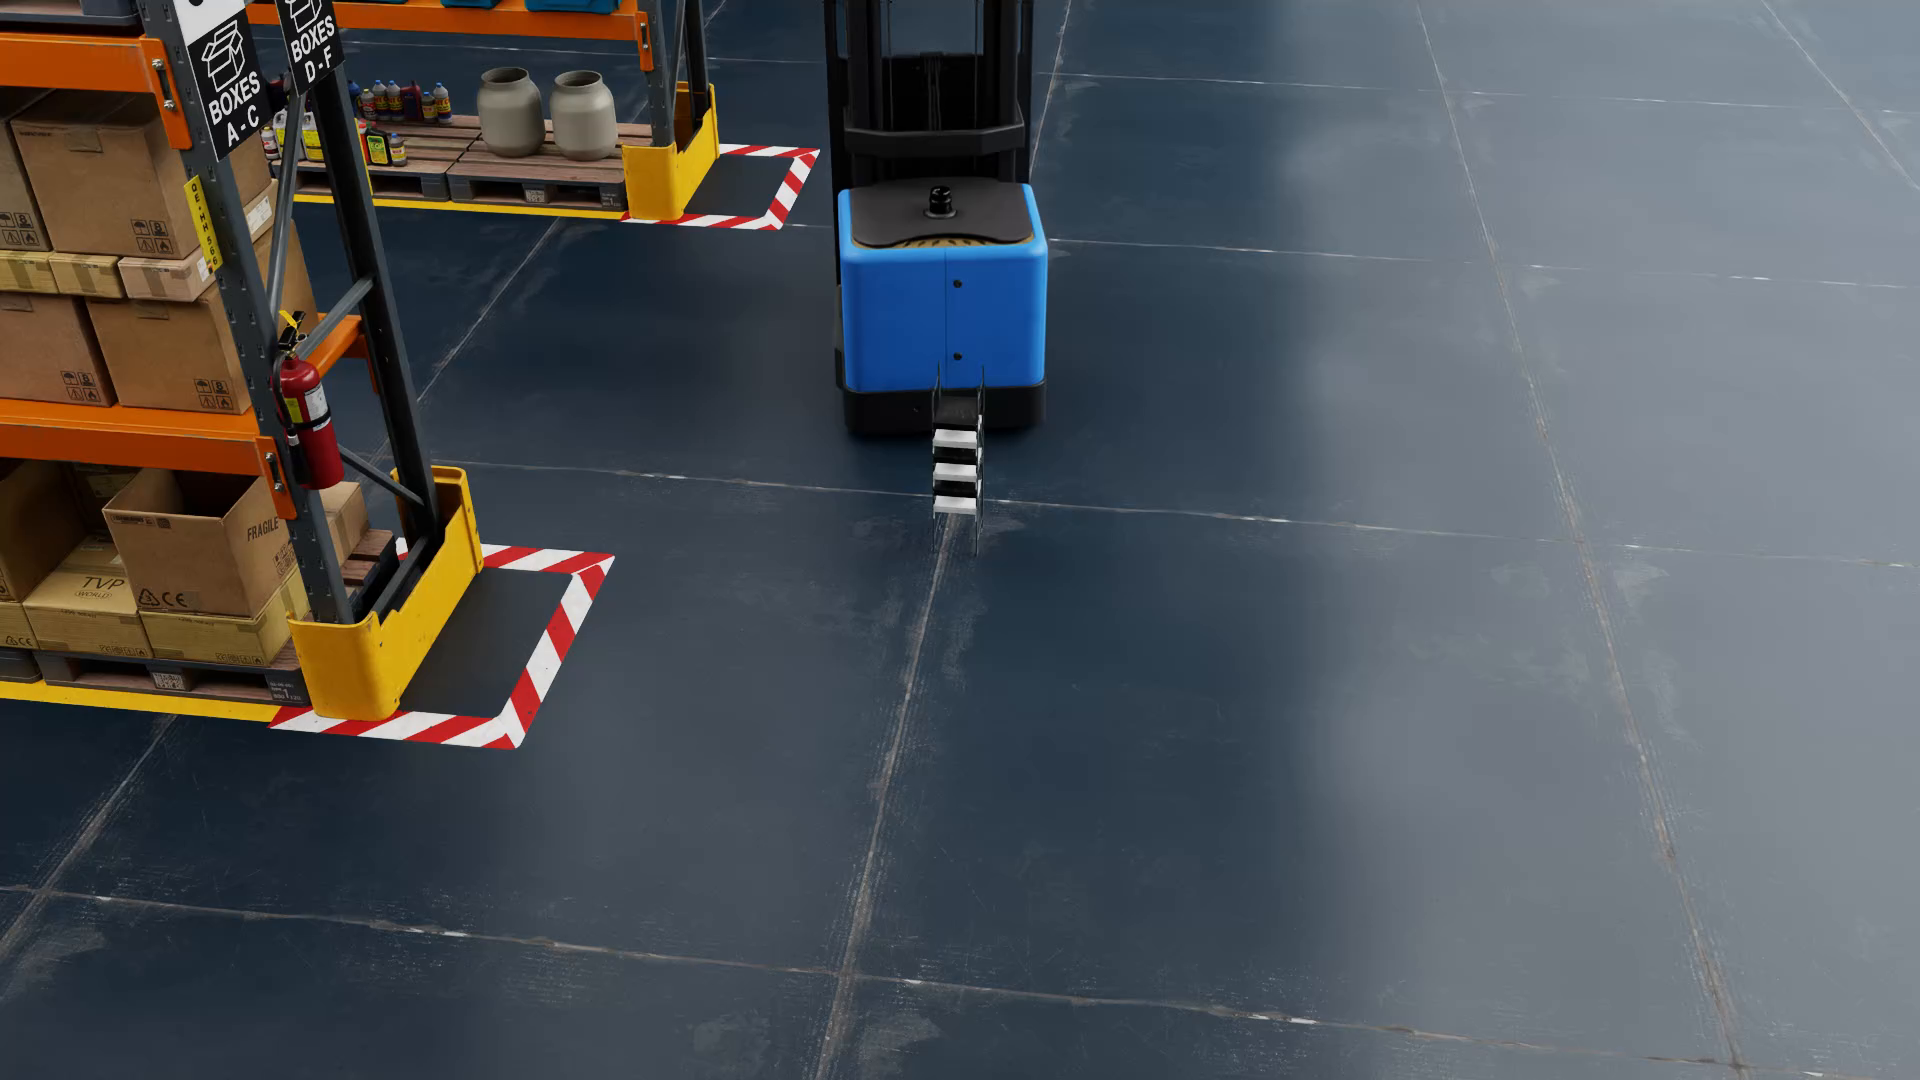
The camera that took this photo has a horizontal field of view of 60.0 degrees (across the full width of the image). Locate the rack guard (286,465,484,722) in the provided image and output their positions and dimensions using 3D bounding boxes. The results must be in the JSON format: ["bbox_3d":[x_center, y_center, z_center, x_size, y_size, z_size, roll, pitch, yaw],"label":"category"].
[{"bbox_3d":[-2.464,0.204,7.221,0.348,0.500,1.175,4,36,6],"label":"rack guard"}]

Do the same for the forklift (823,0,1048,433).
[{"bbox_3d":[-0.182,-2.582,9.032,1.130,2.935,3.031,-3,36,-4],"label":"forklift"}]

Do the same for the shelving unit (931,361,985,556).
[{"bbox_3d":[-0.008,-0.367,7.677,0.210,0.900,0.258,4,36,6],"label":"shelving unit"}]

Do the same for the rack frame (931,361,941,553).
[{"bbox_3d":[-0.109,-0.374,7.688,0.006,0.900,0.240,4,36,6],"label":"rack frame"}]

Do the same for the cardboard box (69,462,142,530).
[{"bbox_3d":[-3.487,-0.376,7.242,0.500,0.500,0.500,4,36,6],"label":"cardboard box"}]

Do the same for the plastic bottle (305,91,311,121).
[{"bbox_3d":[-4.487,-3.043,11.579,0.133,0.283,0.061,4,36,6],"label":"plastic bottle"}]

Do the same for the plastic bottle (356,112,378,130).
[{"bbox_3d":[-3.964,-2.721,11.128,0.133,0.283,0.061,4,36,6],"label":"plastic bottle"}]

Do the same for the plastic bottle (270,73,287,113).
[{"bbox_3d":[-4.788,-3.154,11.735,0.133,0.283,0.061,7,36,9],"label":"plastic bottle"}]

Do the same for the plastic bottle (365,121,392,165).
[{"bbox_3d":[-3.849,-2.624,10.991,0.133,0.283,0.061,5,36,7],"label":"plastic bottle"}]

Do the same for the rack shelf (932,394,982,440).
[{"bbox_3d":[-0.008,-0.560,7.540,0.200,0.077,0.258,4,36,6],"label":"rack shelf"}]

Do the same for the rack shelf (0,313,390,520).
[{"bbox_3d":[-4.471,-0.670,6.914,4.000,0.370,1.077,4,36,6],"label":"rack shelf"}]

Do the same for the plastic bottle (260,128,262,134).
[{"bbox_3d":[-4.735,-2.731,11.152,0.097,0.271,0.097,0,36,0],"label":"plastic bottle"}]

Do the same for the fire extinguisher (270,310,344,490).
[{"bbox_3d":[-2.429,-0.507,6.133,0.183,0.674,0.296,4,36,6],"label":"fire extinguisher"}]

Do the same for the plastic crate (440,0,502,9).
[{"bbox_3d":[-3.031,-3.524,10.422,0.408,0.251,0.499,4,36,6],"label":"plastic crate"}]

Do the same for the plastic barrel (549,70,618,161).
[{"bbox_3d":[-2.515,-2.832,11.104,0.421,0.512,0.421,0,36,0],"label":"plastic barrel"}]

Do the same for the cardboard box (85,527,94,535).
[{"bbox_3d":[-3.983,-0.107,7.511,0.500,0.250,0.500,4,36,6],"label":"cardboard box"}]

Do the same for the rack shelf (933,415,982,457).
[{"bbox_3d":[-0.008,-0.486,7.592,0.200,0.077,0.258,4,36,6],"label":"rack shelf"}]

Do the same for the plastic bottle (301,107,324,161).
[{"bbox_3d":[-4.279,-2.708,11.051,0.185,0.351,0.144,6,36,8],"label":"plastic bottle"}]

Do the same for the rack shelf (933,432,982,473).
[{"bbox_3d":[-0.008,-0.413,7.644,0.200,0.077,0.258,4,36,6],"label":"rack shelf"}]

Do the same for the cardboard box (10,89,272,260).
[{"bbox_3d":[-3.001,-1.430,6.156,0.500,0.500,0.700,4,36,6],"label":"cardboard box"}]

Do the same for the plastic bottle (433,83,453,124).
[{"bbox_3d":[-3.612,-3.051,11.601,0.097,0.271,0.097,0,36,0],"label":"plastic bottle"}]

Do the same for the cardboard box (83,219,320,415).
[{"bbox_3d":[-2.949,-0.898,6.527,0.500,0.500,0.700,4,36,6],"label":"cardboard box"}]

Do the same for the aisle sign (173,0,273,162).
[{"bbox_3d":[-2.460,-1.699,5.499,0.004,0.787,0.394,4,36,6],"label":"aisle sign"}]

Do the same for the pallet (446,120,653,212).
[{"bbox_3d":[-2.739,-2.576,11.365,1.213,0.211,1.003,4,36,6],"label":"pallet"}]

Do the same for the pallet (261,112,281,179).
[{"bbox_3d":[-5.160,-2.756,11.618,1.213,0.211,1.003,4,36,6],"label":"pallet"}]

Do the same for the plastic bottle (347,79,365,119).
[{"bbox_3d":[-4.252,-3.099,11.668,0.097,0.271,0.097,0,36,0],"label":"plastic bottle"}]

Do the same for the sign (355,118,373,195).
[{"bbox_3d":[-2.411,-1.519,6.671,0.005,0.325,0.100,4,36,6],"label":"sign"}]

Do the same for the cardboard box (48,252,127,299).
[{"bbox_3d":[-3.151,-1.057,6.192,0.250,0.149,0.380,5,36,7],"label":"cardboard box"}]

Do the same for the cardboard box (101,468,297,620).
[{"bbox_3d":[-3.057,-0.040,6.772,0.500,0.500,0.500,4,36,6],"label":"cardboard box"}]

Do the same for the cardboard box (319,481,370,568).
[{"bbox_3d":[-2.991,-0.035,7.410,0.500,0.250,0.500,4,36,6],"label":"cardboard box"}]

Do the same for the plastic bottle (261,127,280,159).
[{"bbox_3d":[-4.608,-2.658,11.110,0.097,0.201,0.097,0,36,0],"label":"plastic bottle"}]

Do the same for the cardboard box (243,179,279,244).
[{"bbox_3d":[-2.849,-1.273,6.495,0.250,0.149,0.380,4,36,6],"label":"cardboard box"}]

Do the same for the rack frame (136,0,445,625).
[{"bbox_3d":[-2.488,-0.815,6.498,0.127,3.000,1.000,4,36,6],"label":"rack frame"}]

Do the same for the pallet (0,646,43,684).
[{"bbox_3d":[-4.458,0.196,7.482,1.213,0.211,1.003,4,36,6],"label":"pallet"}]

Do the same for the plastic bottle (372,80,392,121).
[{"bbox_3d":[-4.051,-3.084,11.647,0.097,0.271,0.097,0,36,0],"label":"plastic bottle"}]

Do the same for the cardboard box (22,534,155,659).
[{"bbox_3d":[-3.555,0.234,7.034,0.500,0.250,0.500,4,36,6],"label":"cardboard box"}]

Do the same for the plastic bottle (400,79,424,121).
[{"bbox_3d":[-3.834,-3.083,11.635,0.133,0.283,0.061,5,36,7],"label":"plastic bottle"}]
